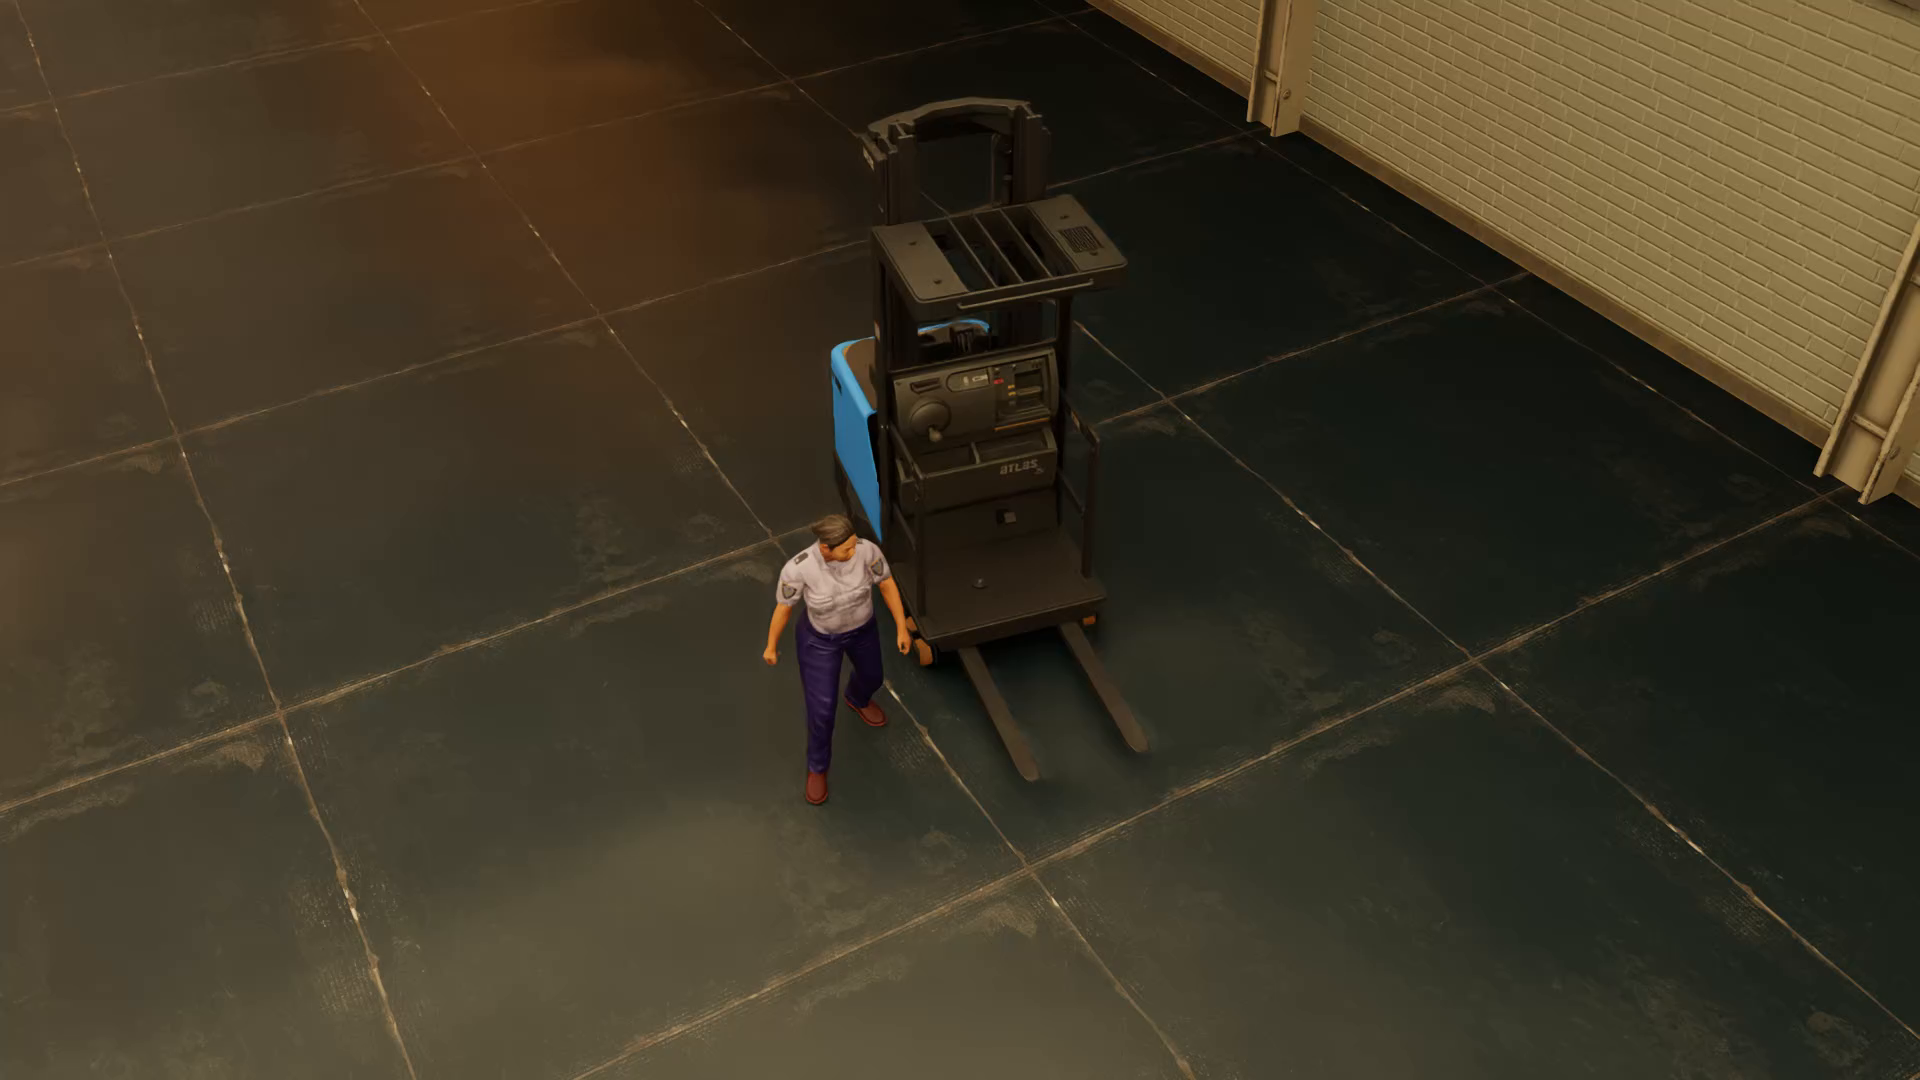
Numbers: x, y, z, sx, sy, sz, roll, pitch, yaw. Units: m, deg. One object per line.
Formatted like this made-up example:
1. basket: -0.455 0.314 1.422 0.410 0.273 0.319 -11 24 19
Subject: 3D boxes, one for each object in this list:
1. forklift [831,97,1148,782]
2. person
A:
1. forklift: 0.165 -0.705 8.886 1.130 2.935 3.031 -13 41 -15
2. person: -0.633 0.513 8.474 0.705 1.597 0.673 -18 43 -21
